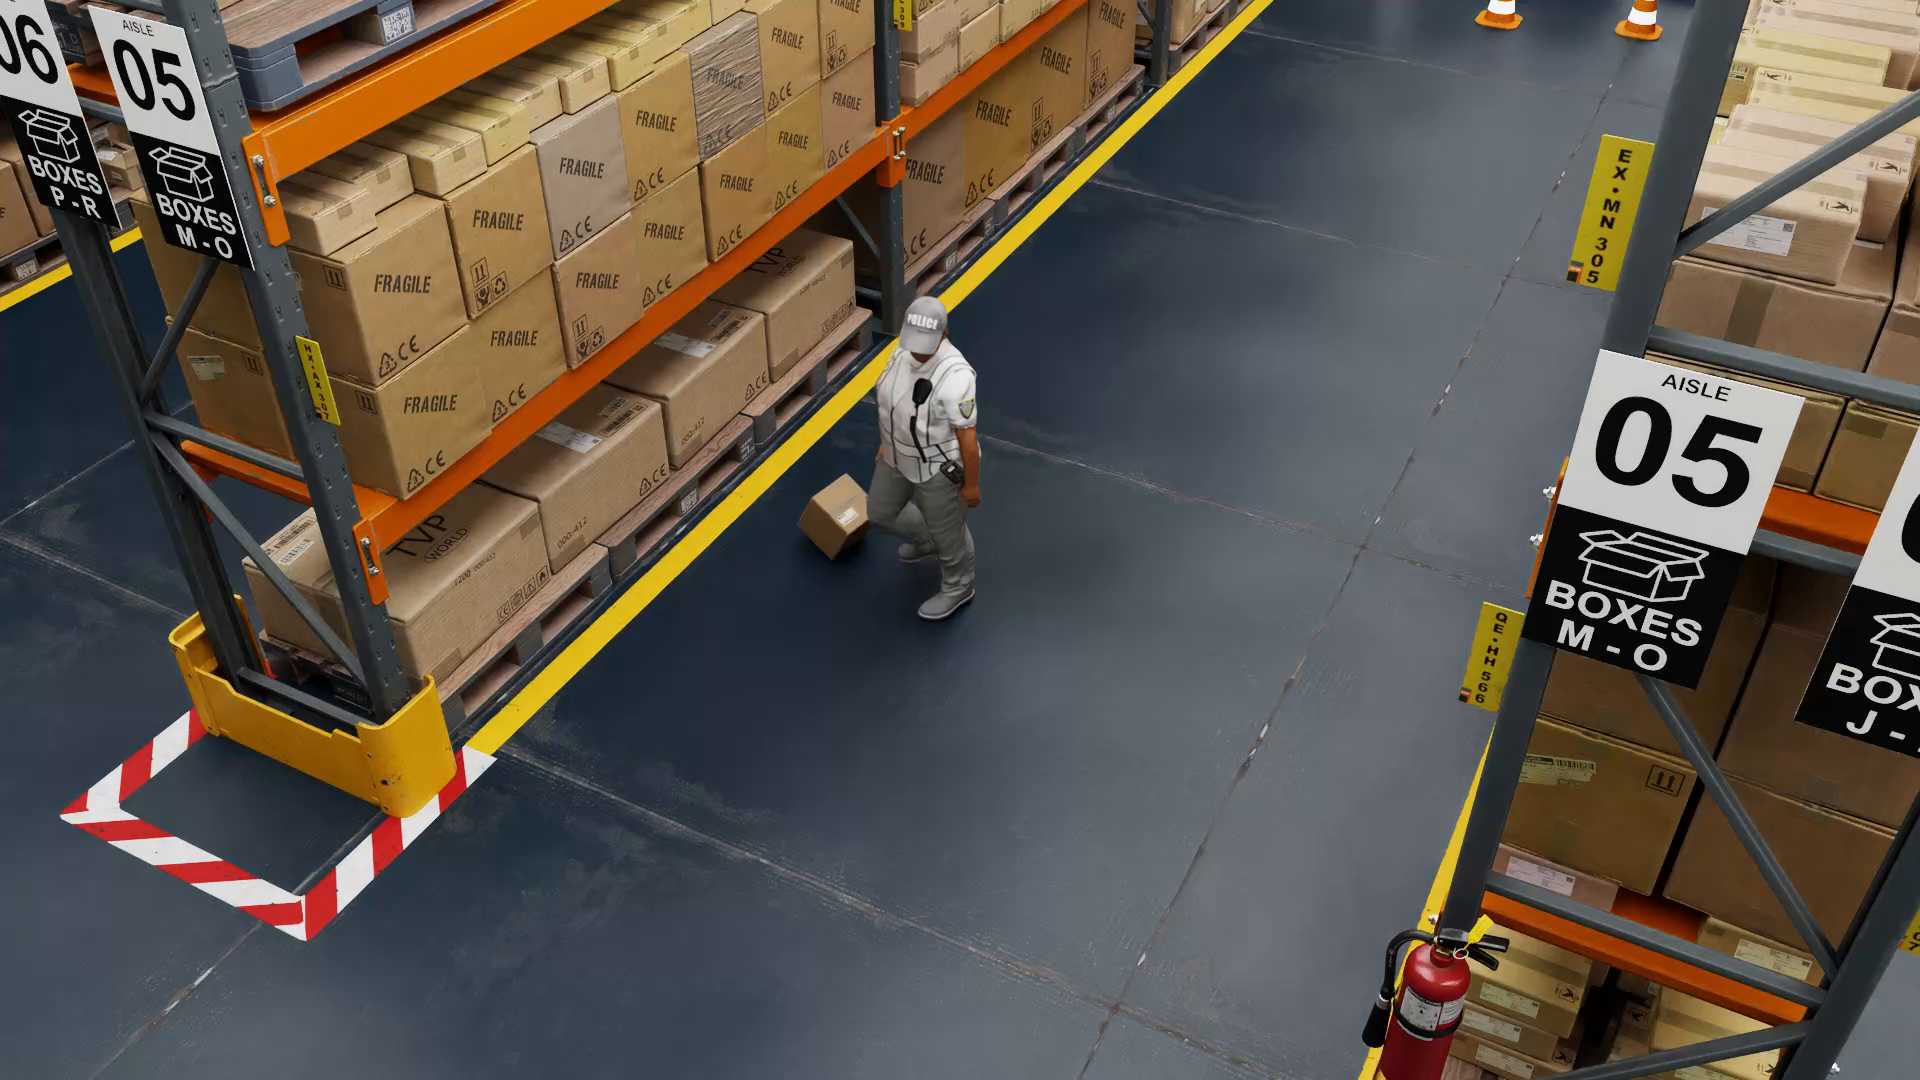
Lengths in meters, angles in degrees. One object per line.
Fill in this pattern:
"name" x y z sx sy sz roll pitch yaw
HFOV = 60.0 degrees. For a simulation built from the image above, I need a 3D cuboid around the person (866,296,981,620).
"person" -0.144 -0.372 7.195 0.463 1.656 0.640 -26 45 -29
